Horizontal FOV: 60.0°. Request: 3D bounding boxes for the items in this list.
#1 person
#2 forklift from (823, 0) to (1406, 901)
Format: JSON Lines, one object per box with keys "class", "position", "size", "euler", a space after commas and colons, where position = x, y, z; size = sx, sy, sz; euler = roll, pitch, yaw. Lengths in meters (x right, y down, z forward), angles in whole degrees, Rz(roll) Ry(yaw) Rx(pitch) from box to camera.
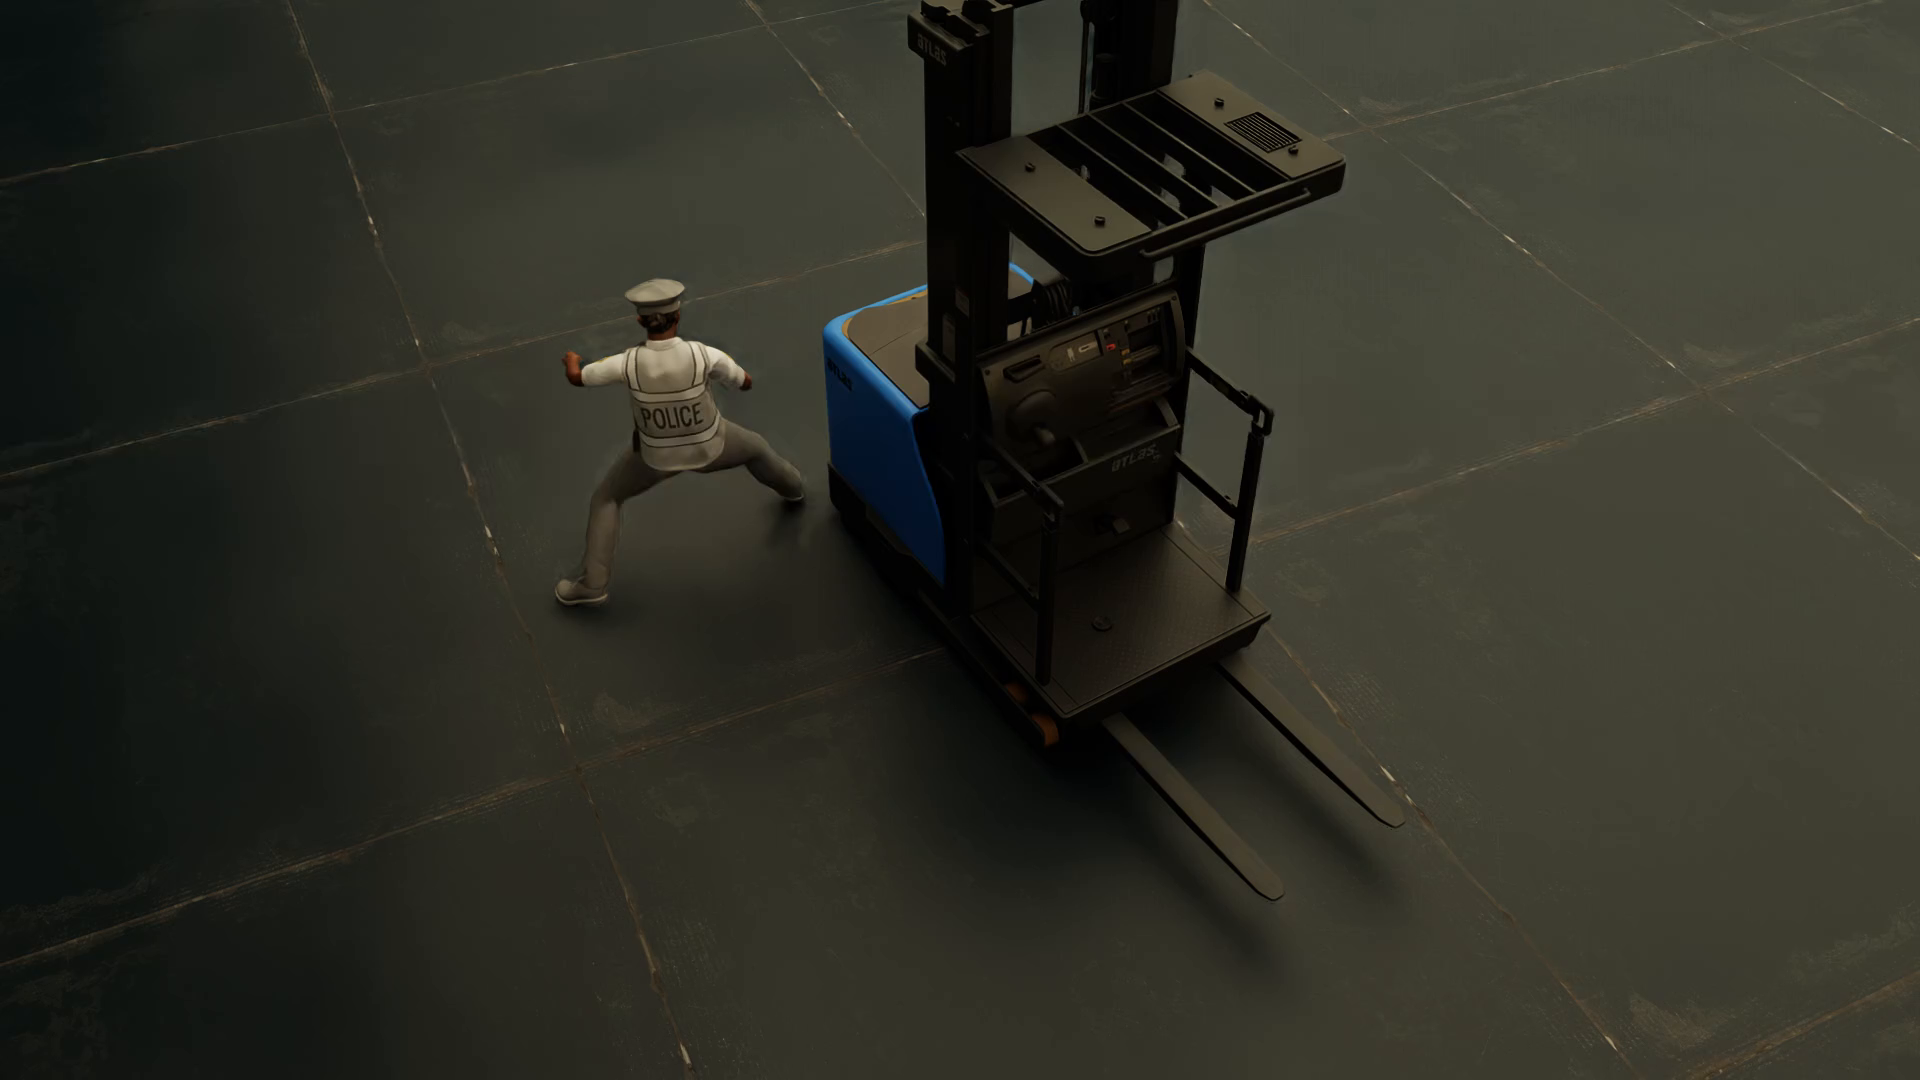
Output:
{"class": "person", "position": [-1.296, -0.528, 7.316], "size": [1.175, 1.472, 0.901], "euler": [-7, 43, -7]}
{"class": "forklift", "position": [0.603, -0.577, 6.298], "size": [1.130, 2.935, 3.031], "euler": [-24, 48, -23]}
